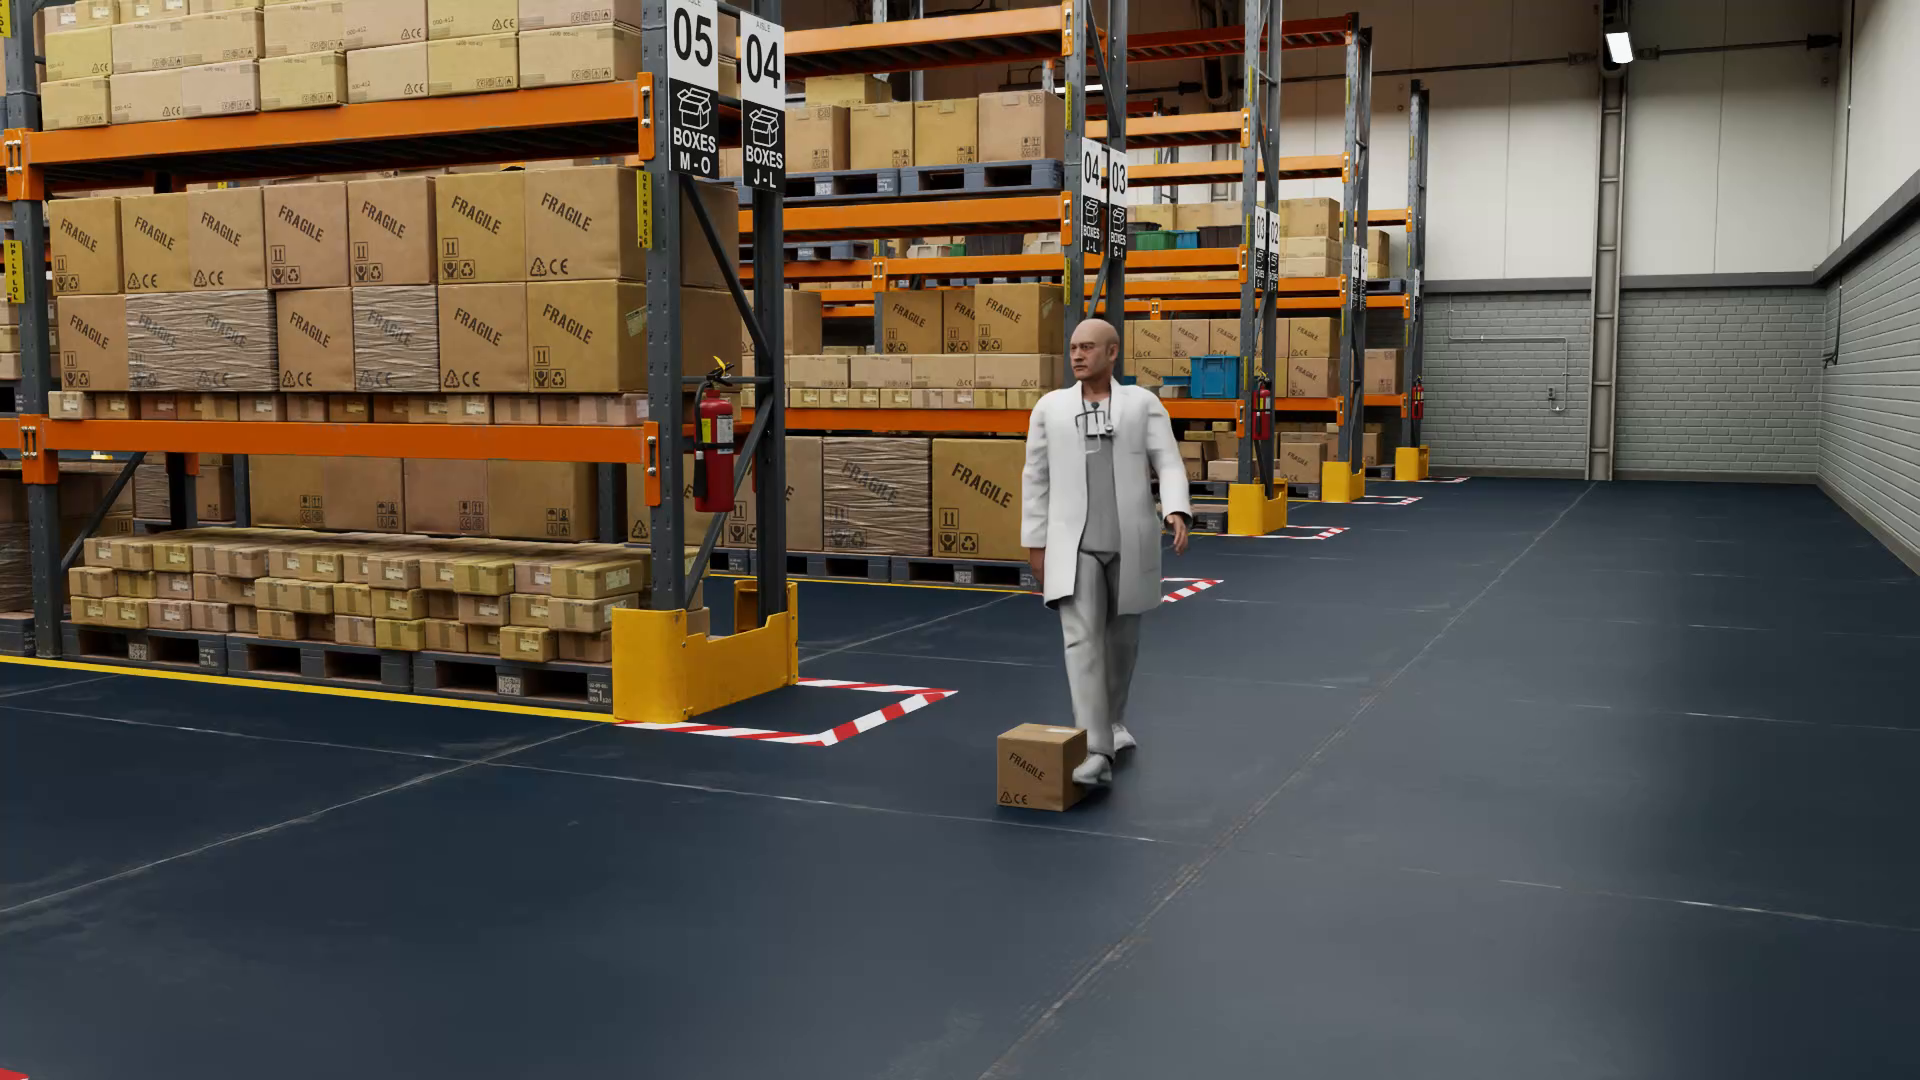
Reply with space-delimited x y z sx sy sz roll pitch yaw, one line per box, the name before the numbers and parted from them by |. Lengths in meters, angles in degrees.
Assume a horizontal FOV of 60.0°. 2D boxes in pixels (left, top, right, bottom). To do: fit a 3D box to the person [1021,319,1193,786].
person | 0.550 0.033 6.309 0.642 1.713 1.028 0 5 3
